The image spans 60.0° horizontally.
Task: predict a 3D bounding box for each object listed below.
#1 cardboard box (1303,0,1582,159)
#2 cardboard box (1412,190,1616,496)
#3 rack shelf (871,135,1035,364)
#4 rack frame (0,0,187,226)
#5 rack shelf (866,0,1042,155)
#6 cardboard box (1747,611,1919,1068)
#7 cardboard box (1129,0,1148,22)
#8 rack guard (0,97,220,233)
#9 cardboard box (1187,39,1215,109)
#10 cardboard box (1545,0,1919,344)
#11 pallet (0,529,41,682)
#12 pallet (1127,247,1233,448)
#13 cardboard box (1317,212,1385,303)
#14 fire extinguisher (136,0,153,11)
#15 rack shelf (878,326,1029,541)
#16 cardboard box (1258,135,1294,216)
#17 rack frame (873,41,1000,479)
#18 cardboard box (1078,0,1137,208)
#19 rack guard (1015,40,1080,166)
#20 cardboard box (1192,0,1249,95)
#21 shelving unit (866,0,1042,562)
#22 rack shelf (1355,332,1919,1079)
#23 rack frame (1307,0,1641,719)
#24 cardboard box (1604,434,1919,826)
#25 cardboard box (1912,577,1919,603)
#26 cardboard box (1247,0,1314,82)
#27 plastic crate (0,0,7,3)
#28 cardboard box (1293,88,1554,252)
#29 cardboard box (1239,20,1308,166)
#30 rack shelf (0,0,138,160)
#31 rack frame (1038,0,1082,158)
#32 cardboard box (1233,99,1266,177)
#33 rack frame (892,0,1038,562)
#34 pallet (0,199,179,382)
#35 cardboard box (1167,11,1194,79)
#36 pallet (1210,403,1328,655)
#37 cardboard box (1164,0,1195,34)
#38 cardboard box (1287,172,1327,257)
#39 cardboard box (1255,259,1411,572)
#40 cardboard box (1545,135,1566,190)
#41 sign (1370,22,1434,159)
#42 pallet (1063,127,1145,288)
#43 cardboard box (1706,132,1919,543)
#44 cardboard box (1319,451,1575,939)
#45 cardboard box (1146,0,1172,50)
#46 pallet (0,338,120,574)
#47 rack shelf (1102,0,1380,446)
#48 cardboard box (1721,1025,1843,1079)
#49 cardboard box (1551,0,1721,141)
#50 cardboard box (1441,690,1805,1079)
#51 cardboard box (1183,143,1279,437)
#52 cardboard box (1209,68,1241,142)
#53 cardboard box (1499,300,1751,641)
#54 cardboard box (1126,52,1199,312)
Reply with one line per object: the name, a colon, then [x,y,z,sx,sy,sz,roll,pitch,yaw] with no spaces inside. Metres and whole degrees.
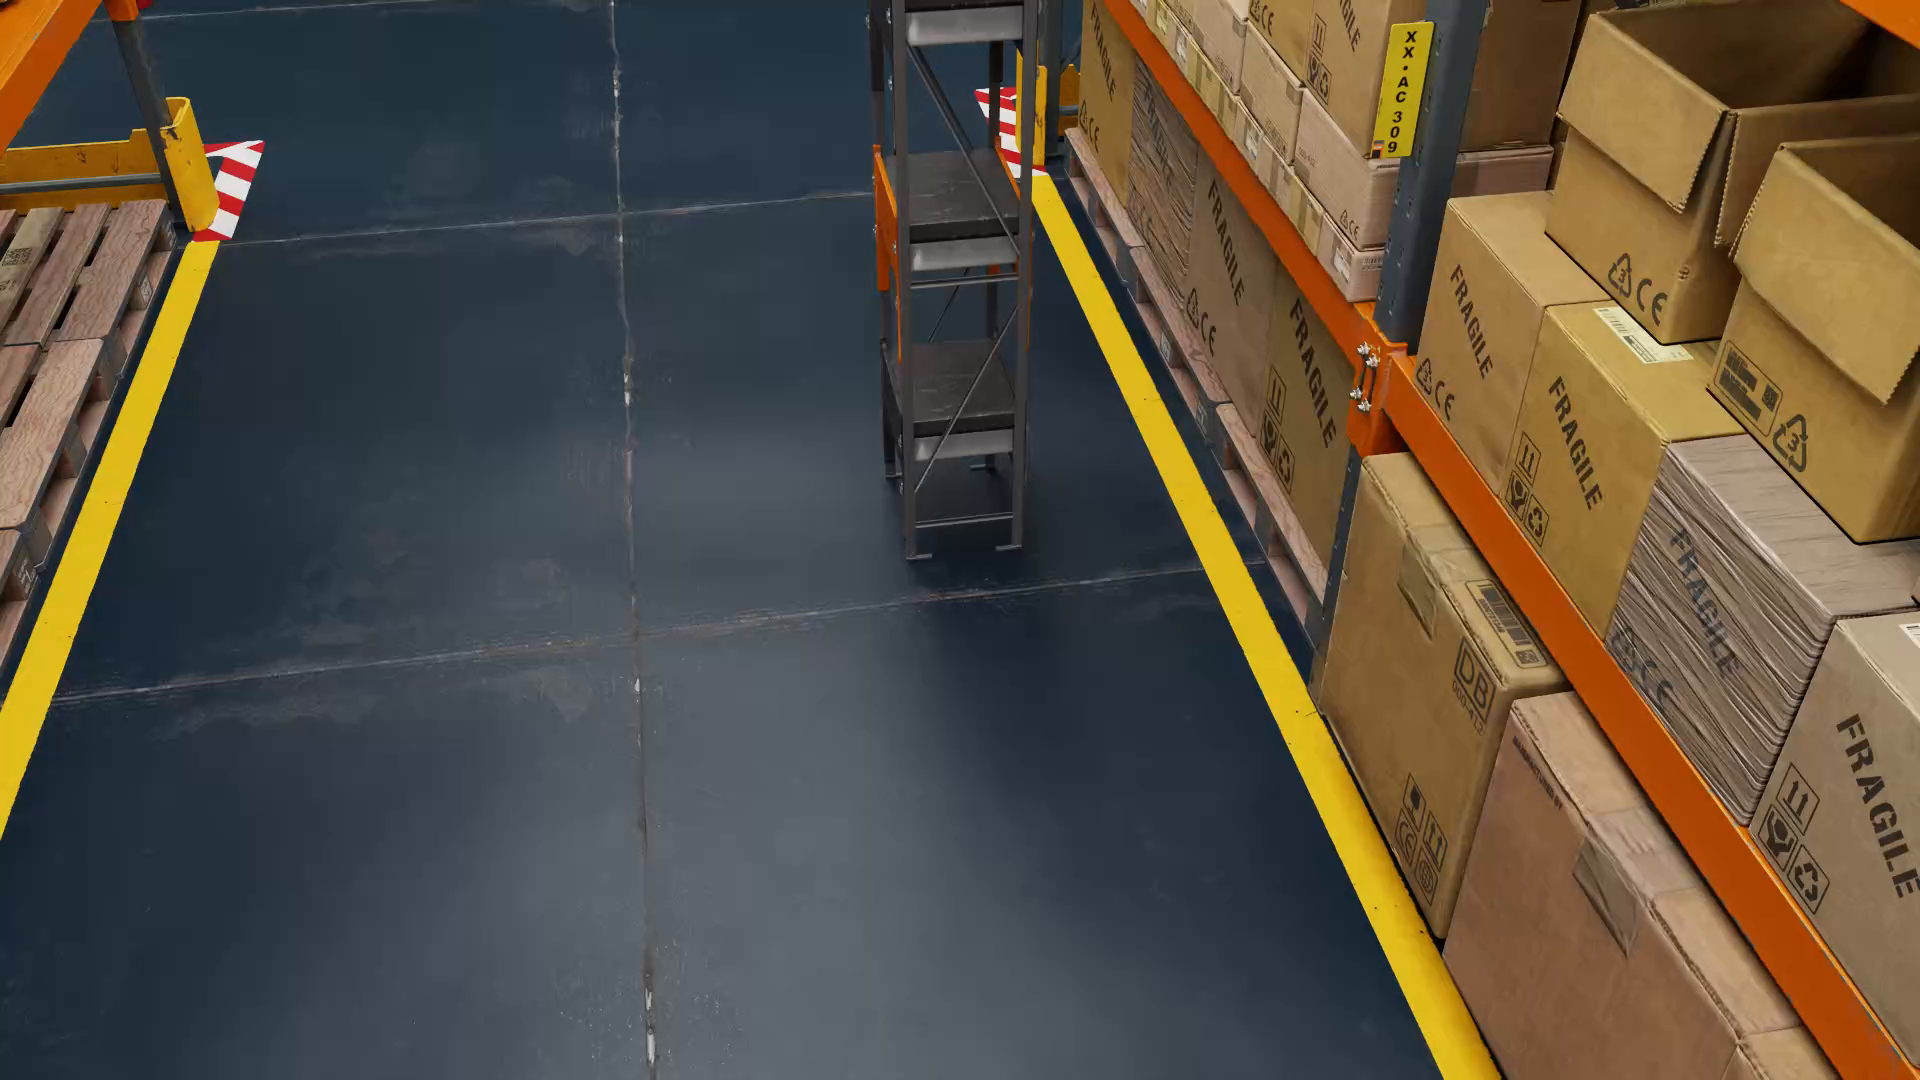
cardboard box: [1.233,-1.337,4.294,0.500,0.500,0.500,-5,38,-7]
cardboard box: [1.411,-0.468,3.826,0.500,0.500,0.500,-6,38,-8]
rack shelf: [-0.029,-0.918,5.243,0.431,0.518,0.480,-6,38,-8]
rack frame: [-4.001,-2.617,6.673,1.000,3.000,0.127,-6,38,-8]
rack shelf: [-0.029,-1.471,4.813,0.431,0.518,0.480,-6,38,-8]
cardboard box: [1.683,0.449,2.646,0.500,0.500,0.500,-6,38,-7]
cardboard box: [0.840,-2.024,6.115,0.380,0.149,0.250,-7,38,-8]
rack guard: [-4.018,-1.643,7.457,1.175,0.500,0.348,-6,38,-8]
cardboard box: [0.975,-1.559,5.517,0.380,0.149,0.250,-7,38,-9]
cardboard box: [1.697,-0.784,3.415,0.797,0.503,0.637,-7,38,-9]
pallet: [-3.467,0.460,4.985,1.003,0.211,1.213,-6,38,-8]
pallet: [1.303,-0.839,6.657,1.003,0.211,1.213,-6,38,-8]
cardboard box: [1.201,-0.783,4.518,0.380,0.149,0.250,-6,38,-8]
fire extinguisher: [-3.580,-2.579,6.992,0.296,0.674,0.183,-6,38,-8]
rack shelf: [-0.029,-0.366,5.672,0.431,0.518,0.480,-6,38,-8]
cardboard box: [1.110,-1.094,4.918,0.380,0.149,0.250,-7,38,-9]
rack frame: [-0.072,-1.077,5.424,0.400,2.100,0.015,-6,38,-8]
cardboard box: [1.066,-2.098,7.396,0.875,0.875,0.875,-6,38,-8]
rack guard: [0.871,-2.177,8.145,1.175,0.500,0.348,-6,38,-8]
cardboard box: [1.058,-1.651,5.310,0.500,0.250,0.500,-5,38,-7]
shelving unit: [-0.029,-0.929,5.235,0.431,2.100,0.503,-6,38,-8]
rack shelf: [1.927,0.759,2.915,1.077,0.370,4.000,-6,38,-8]
rack frame: [1.576,-0.734,4.249,1.000,3.000,0.127,-6,38,-8]
cardboard box: [1.587,0.138,3.046,0.500,0.500,0.500,-7,38,-9]
cardboard box: [1.930,0.005,2.399,0.797,0.503,0.637,-5,38,-6]
cardboard box: [1.149,-1.640,4.684,0.500,0.500,0.500,-6,38,-7]
plastic crate: [-3.680,-2.063,6.127,0.396,0.136,0.243,-6,38,-8]
cardboard box: [1.241,-1.030,4.511,0.500,0.250,0.500,-7,38,-9]
cardboard box: [1.148,-1.343,4.913,0.500,0.250,0.500,-5,38,-7]
rack shelf: [-3.650,-1.125,5.339,1.077,0.370,4.000,-6,38,-8]
rack frame: [0.875,-3.150,7.359,1.000,3.000,0.127,-6,38,-8]
cardboard box: [1.065,-1.249,5.118,0.380,0.149,0.250,-6,38,-7]
rack frame: [0.014,-0.782,5.045,0.400,2.100,0.015,-6,38,-8]
pallet: [-3.895,-1.013,6.882,1.003,0.211,1.213,-6,38,-8]
cardboard box: [0.931,-1.713,5.715,0.380,0.149,0.250,-6,38,-7]
pallet: [1.520,-0.100,5.707,1.003,0.211,1.213,-6,38,-8]
cardboard box: [0.972,-1.957,5.704,0.500,0.250,0.500,-7,38,-9]
cardboard box: [1.155,-0.939,4.719,0.380,0.149,0.250,-6,38,-7]
cardboard box: [1.540,-0.468,5.296,0.875,0.875,0.875,-6,38,-8]
cardboard box: [1.752,-1.104,4.606,0.500,0.250,0.500,-7,38,-9]
sign: [1.030,-1.046,3.881,0.100,0.325,0.005,-6,38,-8]
pallet: [1.092,-1.574,7.604,1.003,0.211,1.213,-6,38,-8]
cardboard box: [1.805,-0.369,2.880,0.797,0.503,0.637,-6,38,-7]
cardboard box: [1.708,0.324,4.277,1.225,0.875,0.875,-6,38,-8]
cardboard box: [0.884,-1.872,5.919,0.380,0.149,0.250,-7,38,-9]
pallet: [-3.684,-0.278,5.936,1.003,0.211,1.213,-6,38,-8]
rack shelf: [1.226,-1.657,6.025,1.077,0.370,4.000,-6,38,-8]
cardboard box: [2.029,1.397,2.896,1.225,0.875,0.875,-6,38,-8]
cardboard box: [1.744,-1.405,4.382,0.500,0.500,0.500,-6,38,-8]
cardboard box: [1.866,0.864,3.583,1.225,0.875,0.875,-7,38,-10]
cardboard box: [1.382,-1.011,5.996,0.875,0.875,0.875,-6,38,-8]
cardboard box: [1.020,-1.405,5.318,0.380,0.149,0.250,-6,38,-7]
cardboard box: [1.500,-0.165,3.436,0.500,0.500,0.500,-6,38,-8]
cardboard box: [1.226,-1.549,6.688,0.875,0.875,0.875,-6,38,-8]
